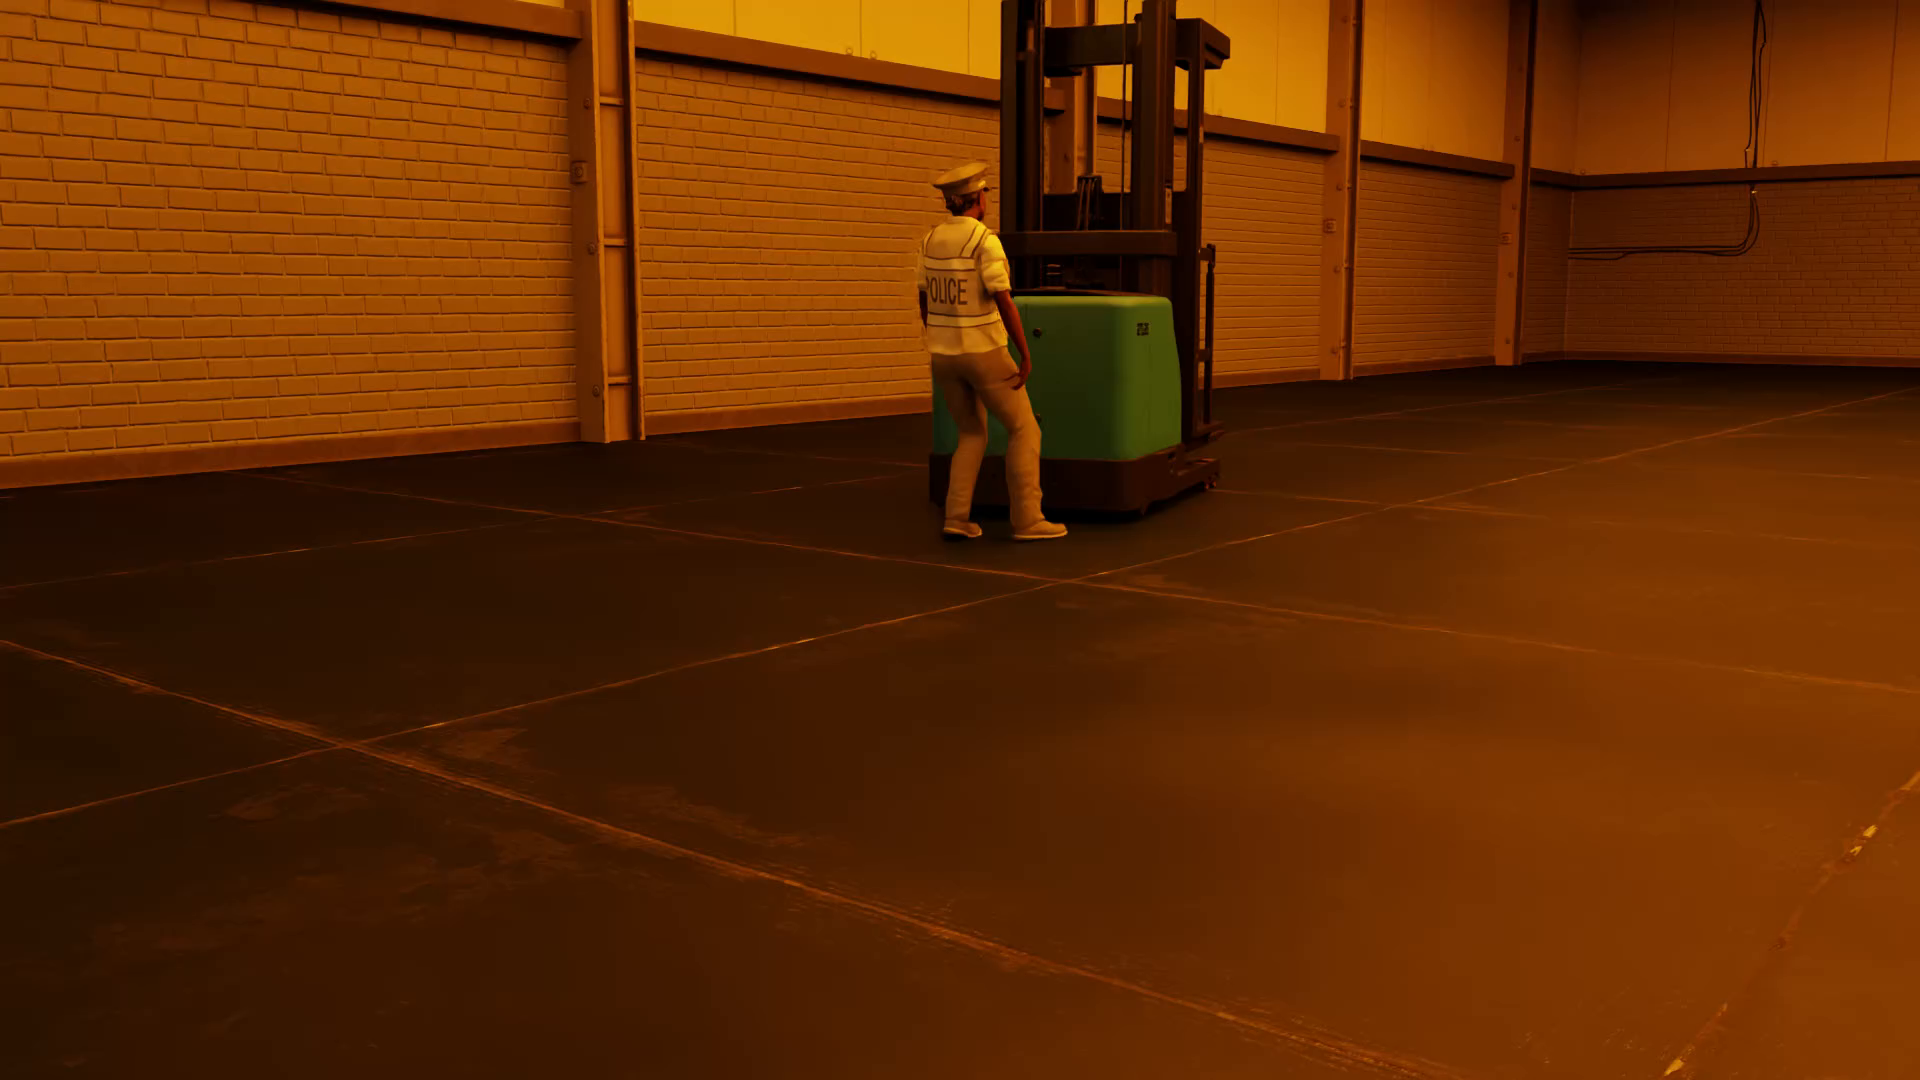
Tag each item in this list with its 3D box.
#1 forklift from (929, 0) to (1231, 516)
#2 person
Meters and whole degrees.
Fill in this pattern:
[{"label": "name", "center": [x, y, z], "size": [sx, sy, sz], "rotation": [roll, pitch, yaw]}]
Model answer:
[{"label": "forklift", "center": [0.846, -1.741, 9.182], "size": [1.130, 2.935, 3.031], "rotation": [3, 9, 21]}, {"label": "person", "center": [0.114, -0.826, 7.416], "size": [0.545, 1.671, 0.594], "rotation": [-8, 12, -44]}]
